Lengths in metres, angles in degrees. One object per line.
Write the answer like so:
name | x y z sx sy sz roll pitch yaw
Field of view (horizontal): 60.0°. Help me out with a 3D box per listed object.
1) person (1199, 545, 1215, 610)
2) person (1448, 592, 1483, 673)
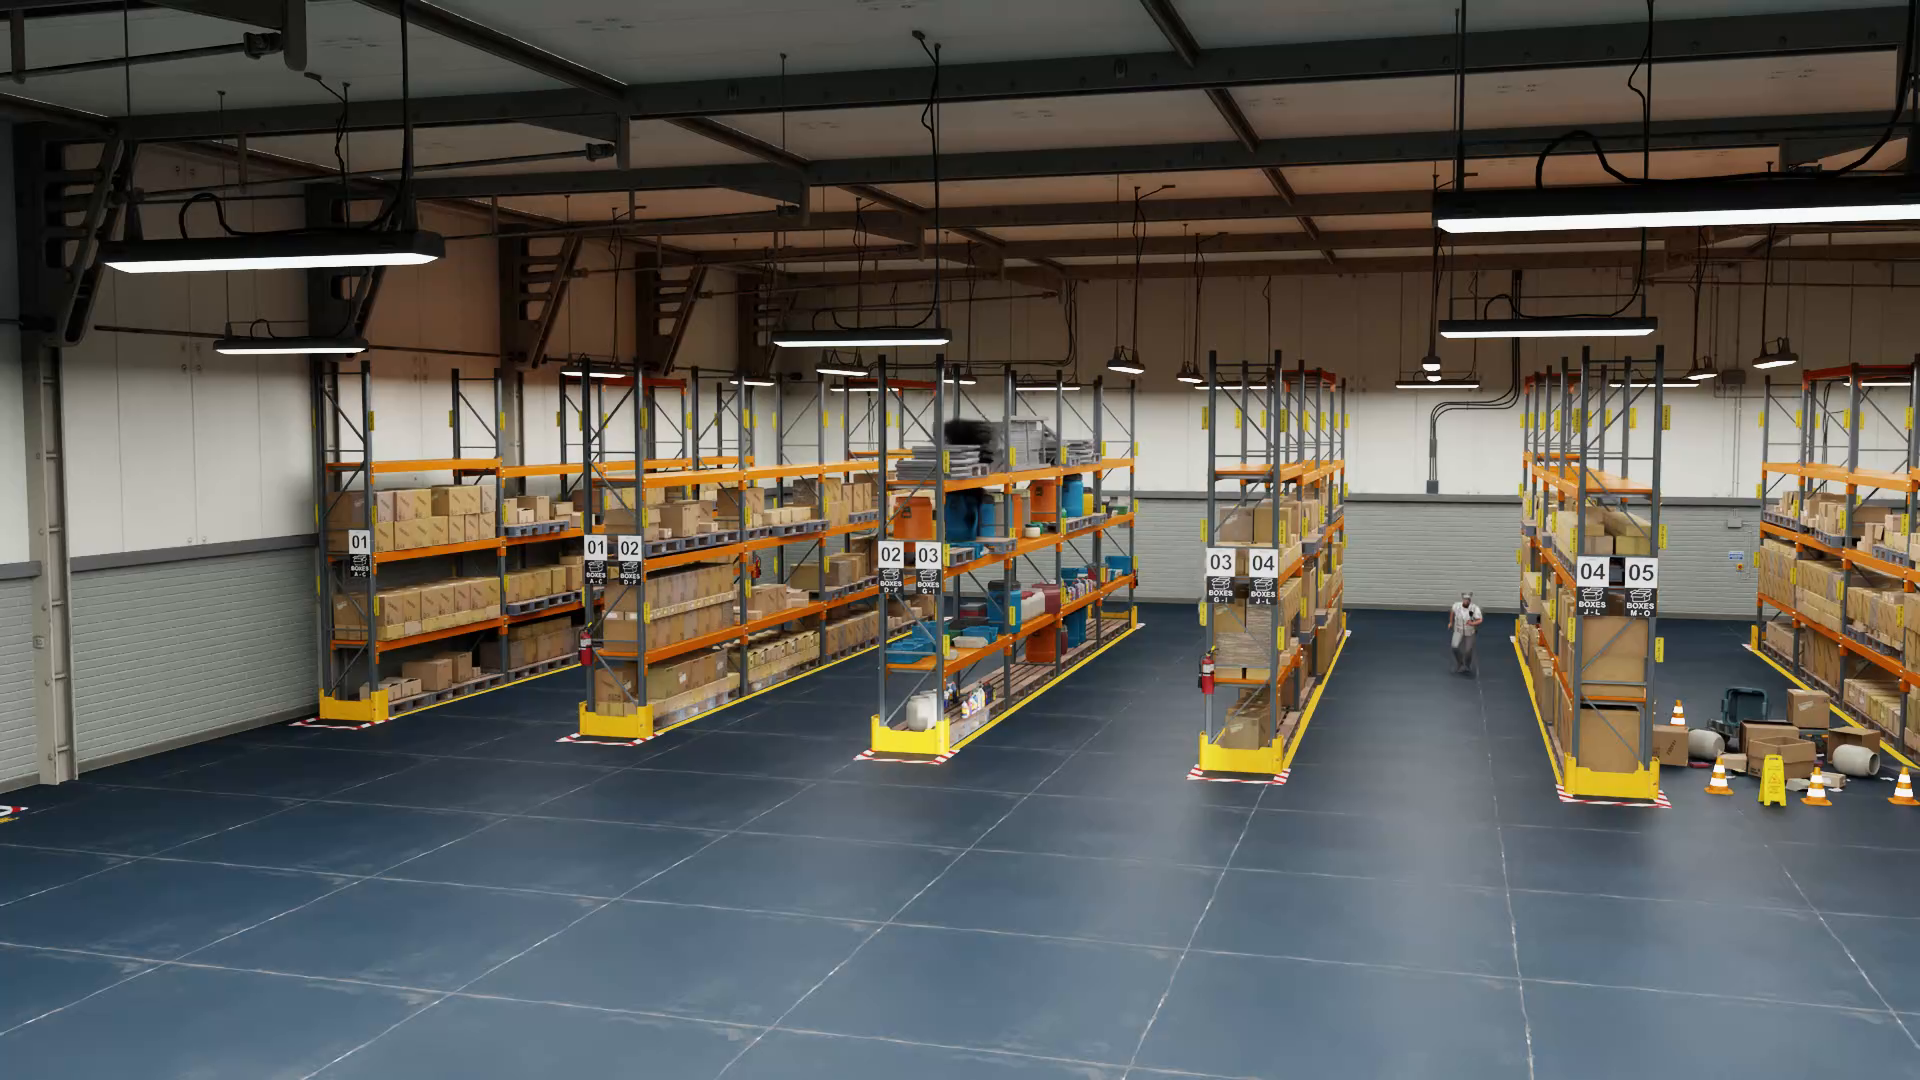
person | 6.585 1.048 42.943 0.848 1.836 0.674 3 5 37
person | 10.008 1.815 32.953 0.701 1.637 0.996 2 4 23
